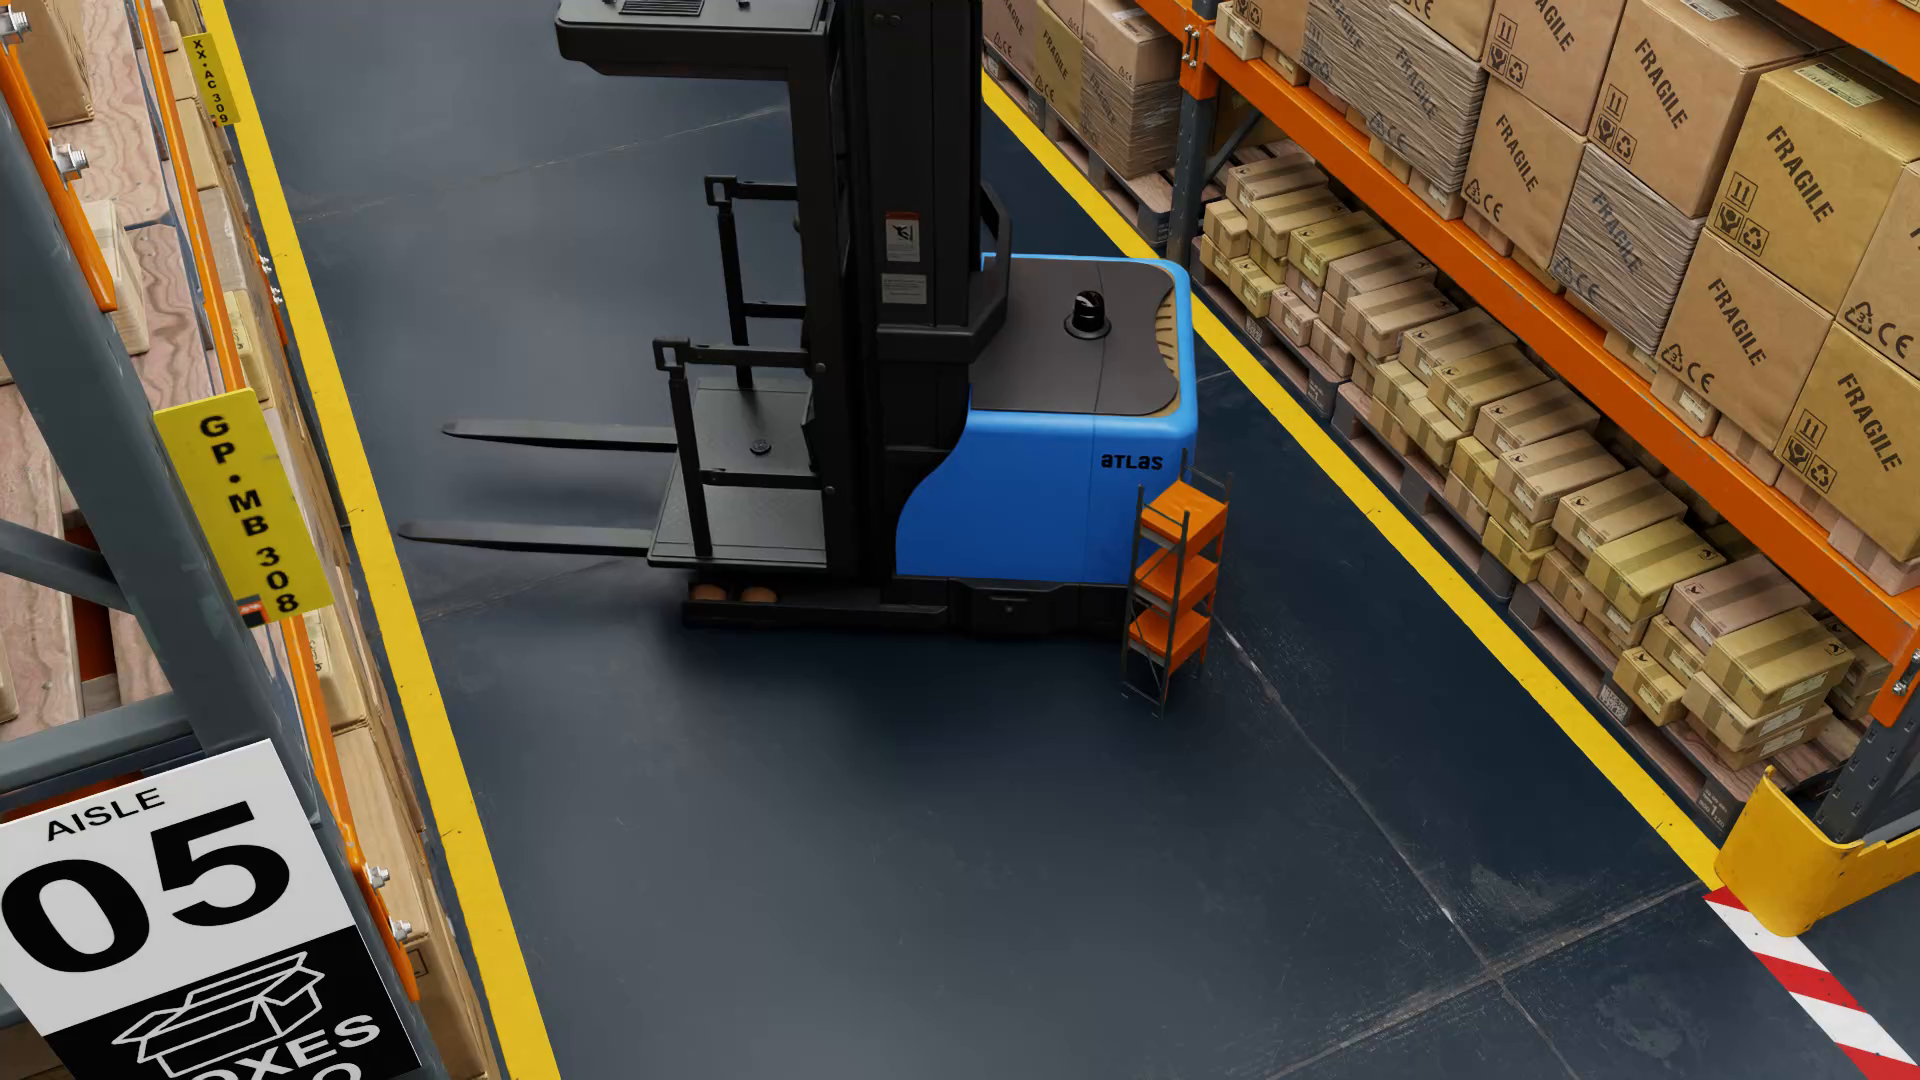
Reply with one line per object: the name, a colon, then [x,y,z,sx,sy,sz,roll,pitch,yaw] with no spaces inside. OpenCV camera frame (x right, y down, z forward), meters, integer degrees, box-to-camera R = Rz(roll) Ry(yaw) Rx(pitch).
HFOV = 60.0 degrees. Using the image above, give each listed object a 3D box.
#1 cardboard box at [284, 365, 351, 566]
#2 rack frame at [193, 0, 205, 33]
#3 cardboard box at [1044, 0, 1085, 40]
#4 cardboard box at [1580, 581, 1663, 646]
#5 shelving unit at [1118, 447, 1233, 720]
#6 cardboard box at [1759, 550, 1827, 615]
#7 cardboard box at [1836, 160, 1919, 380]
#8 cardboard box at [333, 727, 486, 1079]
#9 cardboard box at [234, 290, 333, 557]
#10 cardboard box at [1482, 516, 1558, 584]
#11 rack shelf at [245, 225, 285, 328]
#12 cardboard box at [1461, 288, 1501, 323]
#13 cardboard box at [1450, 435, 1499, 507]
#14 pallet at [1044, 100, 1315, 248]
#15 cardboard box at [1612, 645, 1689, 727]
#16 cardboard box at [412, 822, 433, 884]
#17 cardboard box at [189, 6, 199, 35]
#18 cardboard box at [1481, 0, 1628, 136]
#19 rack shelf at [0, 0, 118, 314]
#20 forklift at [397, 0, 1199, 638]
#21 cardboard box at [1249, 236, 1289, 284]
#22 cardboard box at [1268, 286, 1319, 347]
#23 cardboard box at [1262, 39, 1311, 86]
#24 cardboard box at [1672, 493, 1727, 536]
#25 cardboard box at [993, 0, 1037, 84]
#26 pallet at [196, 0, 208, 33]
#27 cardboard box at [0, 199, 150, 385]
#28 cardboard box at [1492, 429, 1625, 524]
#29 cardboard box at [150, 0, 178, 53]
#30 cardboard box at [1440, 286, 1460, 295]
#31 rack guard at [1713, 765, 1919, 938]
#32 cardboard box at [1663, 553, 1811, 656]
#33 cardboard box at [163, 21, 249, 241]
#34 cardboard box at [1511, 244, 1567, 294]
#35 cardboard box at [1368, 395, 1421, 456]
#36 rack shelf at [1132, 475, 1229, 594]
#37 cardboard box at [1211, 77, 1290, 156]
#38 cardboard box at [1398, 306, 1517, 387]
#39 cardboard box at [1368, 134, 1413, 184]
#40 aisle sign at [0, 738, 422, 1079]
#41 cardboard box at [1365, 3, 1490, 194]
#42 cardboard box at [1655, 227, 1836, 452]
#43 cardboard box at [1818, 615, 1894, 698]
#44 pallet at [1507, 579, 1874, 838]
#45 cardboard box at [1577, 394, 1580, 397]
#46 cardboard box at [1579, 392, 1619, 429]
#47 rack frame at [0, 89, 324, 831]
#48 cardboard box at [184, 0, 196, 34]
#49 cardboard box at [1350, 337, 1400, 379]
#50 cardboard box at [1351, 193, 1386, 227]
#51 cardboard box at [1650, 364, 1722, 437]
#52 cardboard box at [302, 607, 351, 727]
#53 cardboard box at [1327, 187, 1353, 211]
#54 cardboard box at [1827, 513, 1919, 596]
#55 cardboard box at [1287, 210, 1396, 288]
cardboard box: [-2.096,-0.183,4.729,0.500,0.500,0.500,-19,48,-18]
rack frame: [-4.651,-3.559,8.221,1.000,3.000,0.127,-18,47,-17]
cardboard box: [0.733,-2.794,8.393,0.500,0.250,0.500,-16,47,-16]
cardboard box: [2.461,0.190,5.941,0.380,0.149,0.250,-20,48,-19]
shelving unit: [0.743,0.174,5.826,0.215,1.050,0.252,32,53,28]
cardboard box: [3.025,0.092,5.828,0.380,0.149,0.250,-17,47,-17]
cardboard box: [2.744,-0.703,4.332,0.500,0.500,0.500,-19,48,-18]
cardboard box: [-1.230,0.758,3.063,0.500,0.500,0.500,-19,48,-18]
cardboard box: [-1.888,-0.213,4.047,0.500,0.500,0.500,-18,47,-17]
cardboard box: [2.238,-0.021,6.366,0.380,0.149,0.250,-20,48,-19]
rack shelf: [-3.810,-2.028,7.182,1.077,0.370,4.000,-18,47,-17]
cardboard box: [2.356,-1.091,7.028,0.380,0.149,0.250,-20,48,-19]
cardboard box: [2.140,-0.305,6.443,0.380,0.149,0.250,-16,47,-15]
pallet: [1.151,-2.039,8.666,1.003,0.211,1.213,-18,47,-17]
cardboard box: [2.551,0.470,5.868,0.380,0.149,0.250,-17,47,-16]
cardboard box: [-1.466,0.799,3.734,0.500,0.500,0.500,-19,48,-18]
cardboard box: [-3.334,-1.975,6.723,0.500,0.250,0.500,-18,48,-18]
cardboard box: [2.078,-1.690,5.333,0.500,0.500,0.500,-20,48,-19]
rack shelf: [-2.128,-1.472,2.632,1.077,0.370,4.000,-18,47,-17]
forklift: [-0.656,-1.073,5.750,3.031,2.935,1.130,3,45,3]
cardboard box: [1.530,-1.316,7.467,0.380,0.149,0.250,-18,47,-17]
cardboard box: [1.605,-1.031,7.390,0.380,0.149,0.250,-18,47,-18]
cardboard box: [1.478,-2.027,6.847,0.380,0.149,0.250,-17,47,-16]
cardboard box: [2.918,-0.154,6.289,0.380,0.149,0.250,-17,47,-16]
cardboard box: [0.513,-2.848,8.982,0.500,0.500,0.500,-19,48,-18]
pallet: [-4.978,-3.065,9.706,1.003,0.211,1.213,-18,47,-17]
cardboard box: [-1.536,-0.385,2.678,0.380,0.149,0.250,-16,47,-16]
cardboard box: [2.217,-0.239,6.164,0.380,0.149,0.250,-16,47,-16]
cardboard box: [-2.551,-1.530,4.920,0.380,0.149,0.250,-19,48,-18]
cardboard box: [2.171,-1.147,7.295,0.380,0.149,0.250,-18,47,-17]
rack guard: [3.130,0.854,5.528,1.175,0.500,0.348,-18,47,-17]
cardboard box: [2.656,0.227,5.692,0.380,0.149,0.250,-17,47,-17]
cardboard box: [-2.520,-1.182,5.029,0.500,0.500,0.500,-18,48,-18]
cardboard box: [2.180,-1.033,5.840,0.380,0.149,0.250,-17,47,-17]
cardboard box: [1.924,-0.529,6.881,0.380,0.149,0.250,-19,48,-18]
rack shelf: [0.743,-0.020,5.634,0.215,0.259,0.240,32,53,28]
cardboard box: [1.410,-2.345,8.472,0.500,0.500,0.500,-16,47,-16]
cardboard box: [2.003,-0.767,6.699,0.380,0.149,0.250,-20,48,-19]
cardboard box: [1.793,-1.517,6.331,0.380,0.149,0.250,-17,47,-17]
aisle sign: [-0.994,0.574,2.182,0.394,0.787,0.004,-18,47,-17]
cardboard box: [1.853,-1.643,5.996,0.500,0.500,0.500,-19,48,-18]
cardboard box: [2.527,-0.669,5.009,0.500,0.500,0.500,-19,48,-18]
cardboard box: [3.174,0.363,5.766,0.380,0.149,0.250,-16,47,-16]
pallet: [2.820,0.429,6.165,1.003,0.211,1.213,-18,47,-17]
cardboard box: [2.464,-0.631,6.772,0.380,0.149,0.250,-16,47,-16]
cardboard box: [2.678,-0.601,6.530,0.380,0.149,0.250,-17,47,-17]
rack frame: [-1.287,-0.596,0.947,1.000,3.000,0.127,-18,47,-17]
cardboard box: [-3.331,-2.151,6.546,0.500,0.250,0.500,-17,47,-17]
cardboard box: [1.870,-0.817,6.961,0.380,0.149,0.250,-16,47,-16]
cardboard box: [2.009,-1.582,7.524,0.380,0.149,0.250,-17,47,-17]
cardboard box: [2.450,-0.503,5.303,0.380,0.149,0.250,-17,47,-16]
cardboard box: [-1.365,0.263,3.103,0.380,0.149,0.250,-17,47,-16]
cardboard box: [1.901,-1.670,7.826,0.380,0.149,0.250,-17,47,-17]
cardboard box: [2.768,-0.022,4.815,0.380,0.149,0.250,-18,47,-17]
cardboard box: [1.650,-1.262,7.201,0.380,0.149,0.250,-19,48,-18]
